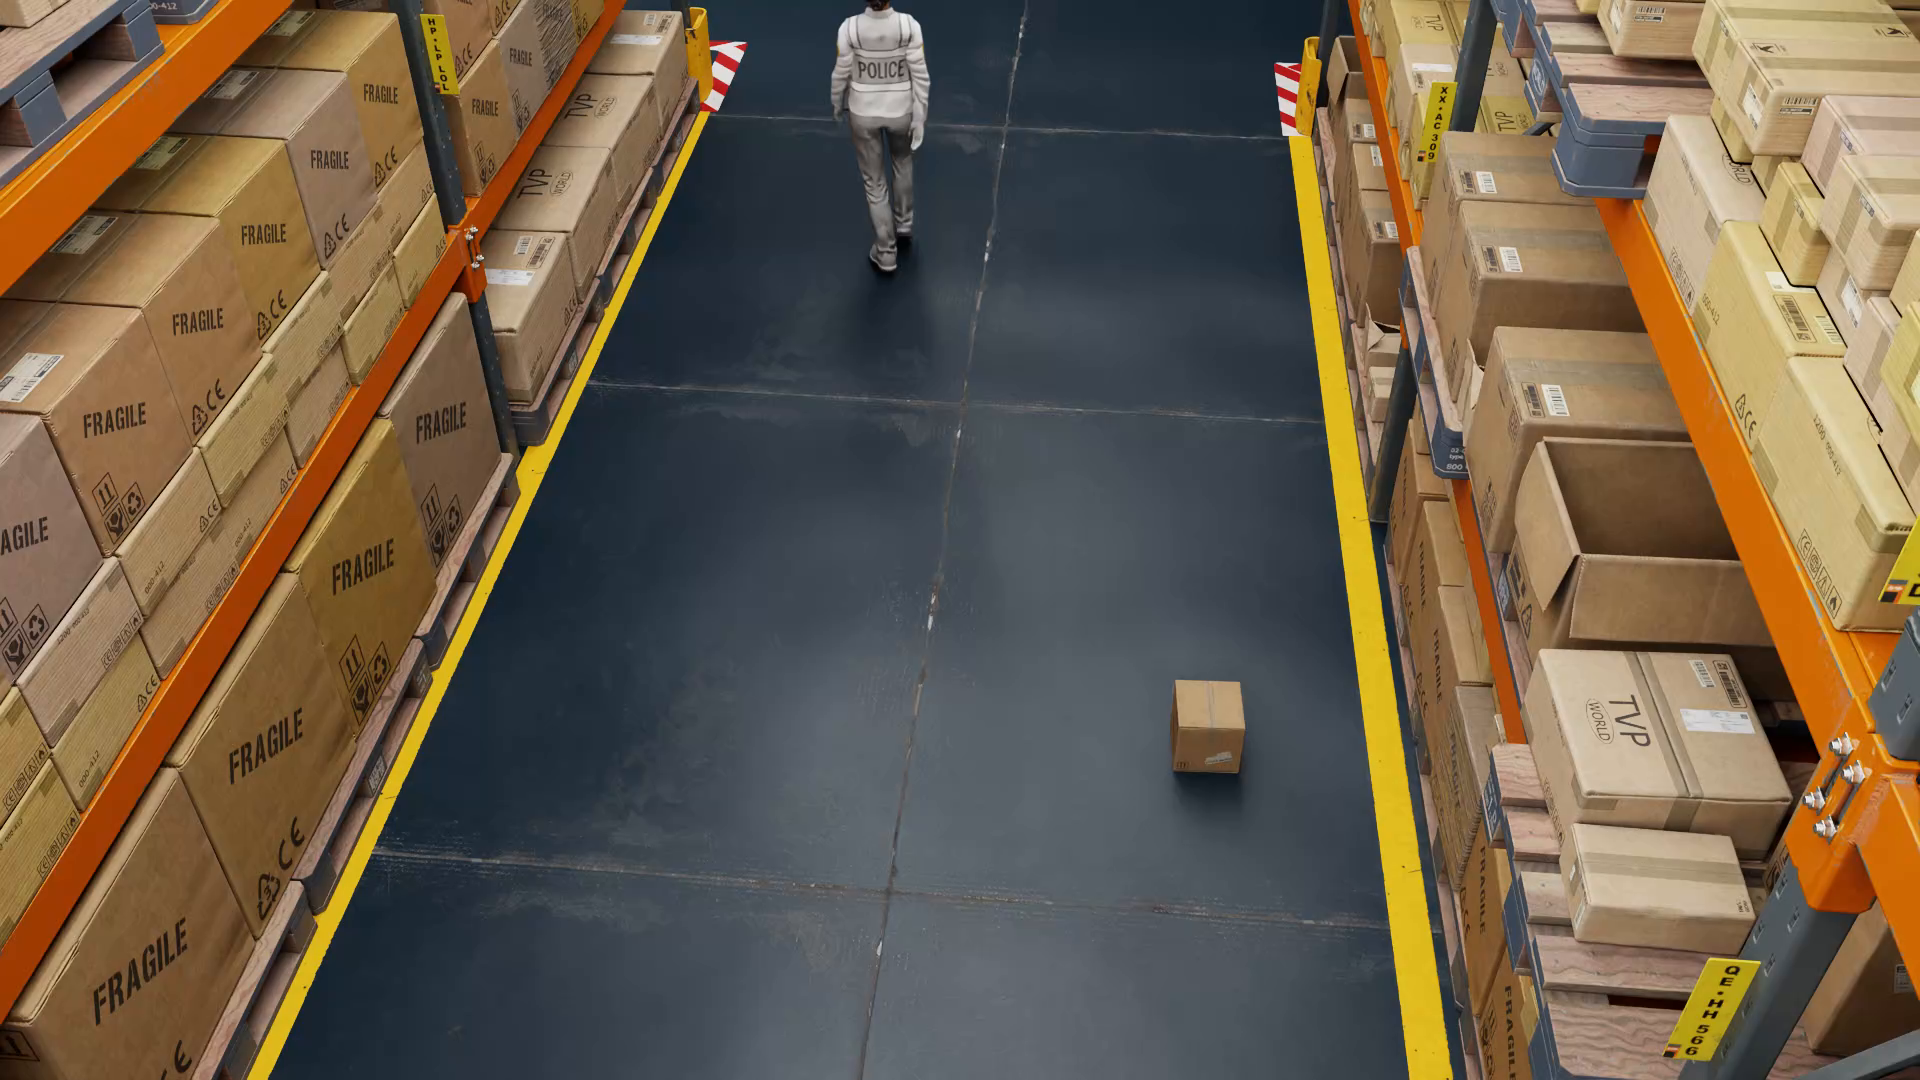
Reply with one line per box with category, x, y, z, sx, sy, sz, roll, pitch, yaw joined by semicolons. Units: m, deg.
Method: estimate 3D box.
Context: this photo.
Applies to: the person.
person;-3.518;0.240;5.452;7.954;2.202;7.570;-6;41;-7
